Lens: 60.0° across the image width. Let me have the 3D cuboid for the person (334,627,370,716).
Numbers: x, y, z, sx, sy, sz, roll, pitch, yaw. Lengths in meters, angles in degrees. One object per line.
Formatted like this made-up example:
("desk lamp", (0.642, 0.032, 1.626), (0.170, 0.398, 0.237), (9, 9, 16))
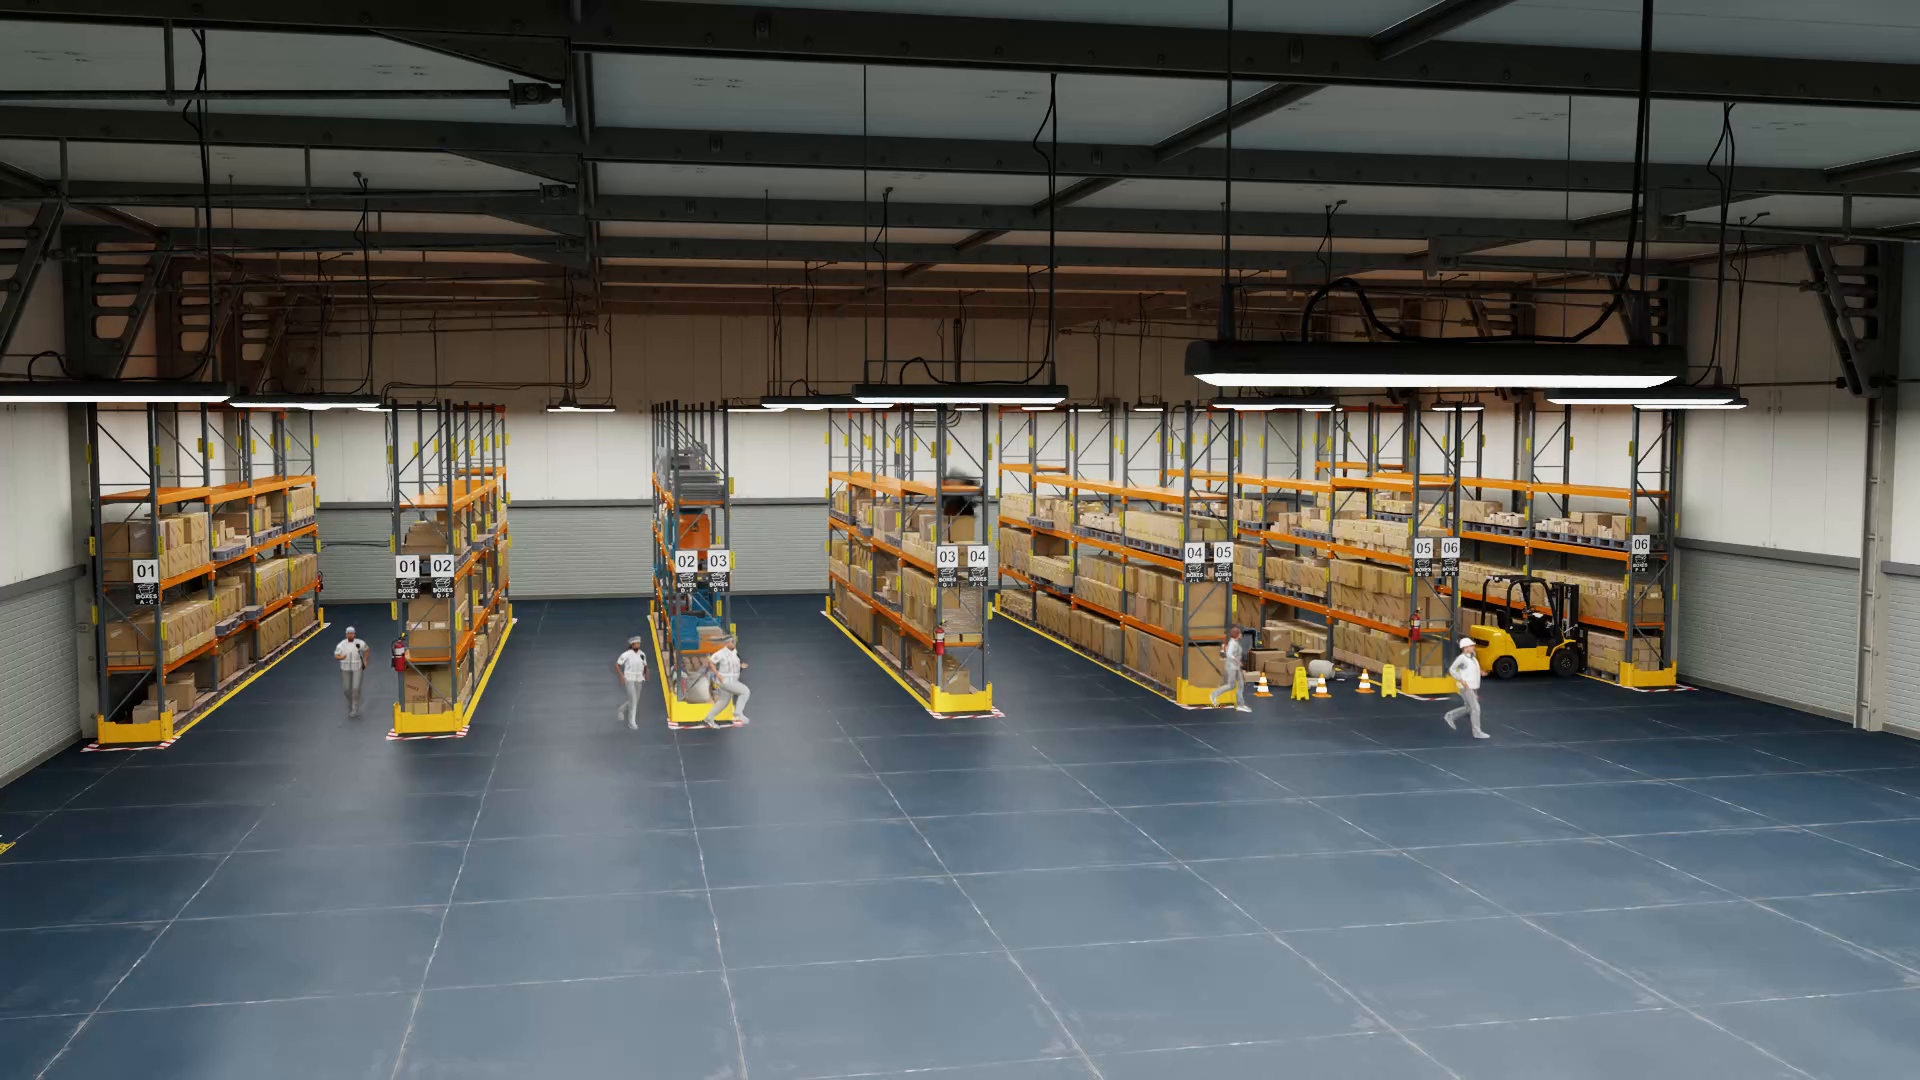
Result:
("person", (-11.617, 2.482, 31.766), (0.607, 1.651, 0.941), (-1, 4, -12))

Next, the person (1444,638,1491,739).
("person", (9.002, 2.614, 29.514), (0.925, 1.750, 0.667), (4, 6, 41))

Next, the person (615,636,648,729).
("person", (-6.020, 2.603, 30.597), (0.617, 1.679, 0.683), (-4, 6, -45))

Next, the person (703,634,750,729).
("person", (-4.195, 2.546, 29.970), (0.920, 1.744, 0.637), (1, 4, 11))

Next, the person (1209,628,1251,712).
("person", (5.134, 2.454, 31.499), (0.805, 1.562, 0.568), (1, 4, 15))
